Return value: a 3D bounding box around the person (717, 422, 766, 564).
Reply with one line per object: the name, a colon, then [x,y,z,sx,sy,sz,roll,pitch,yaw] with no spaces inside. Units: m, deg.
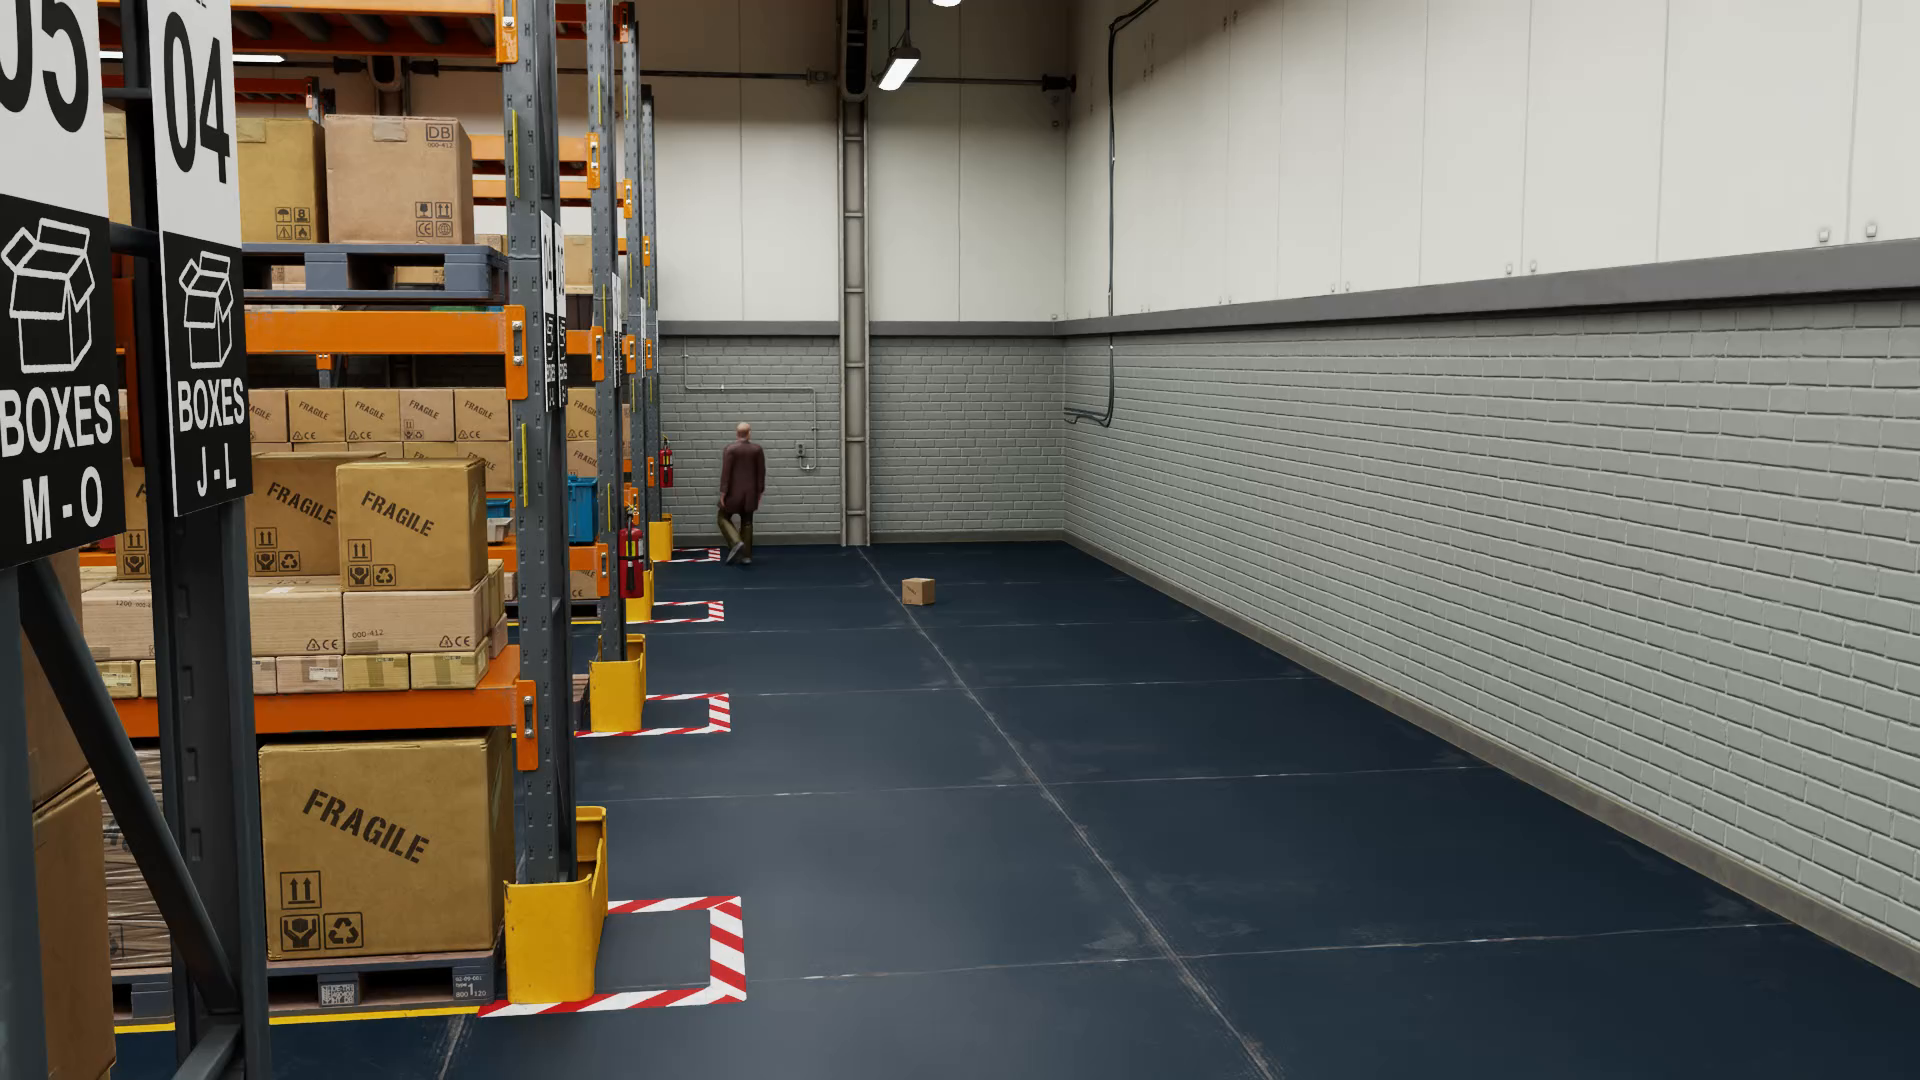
person: [-2.756,-0.590,20.883,0.619,1.775,0.559,-4,7,-29]
